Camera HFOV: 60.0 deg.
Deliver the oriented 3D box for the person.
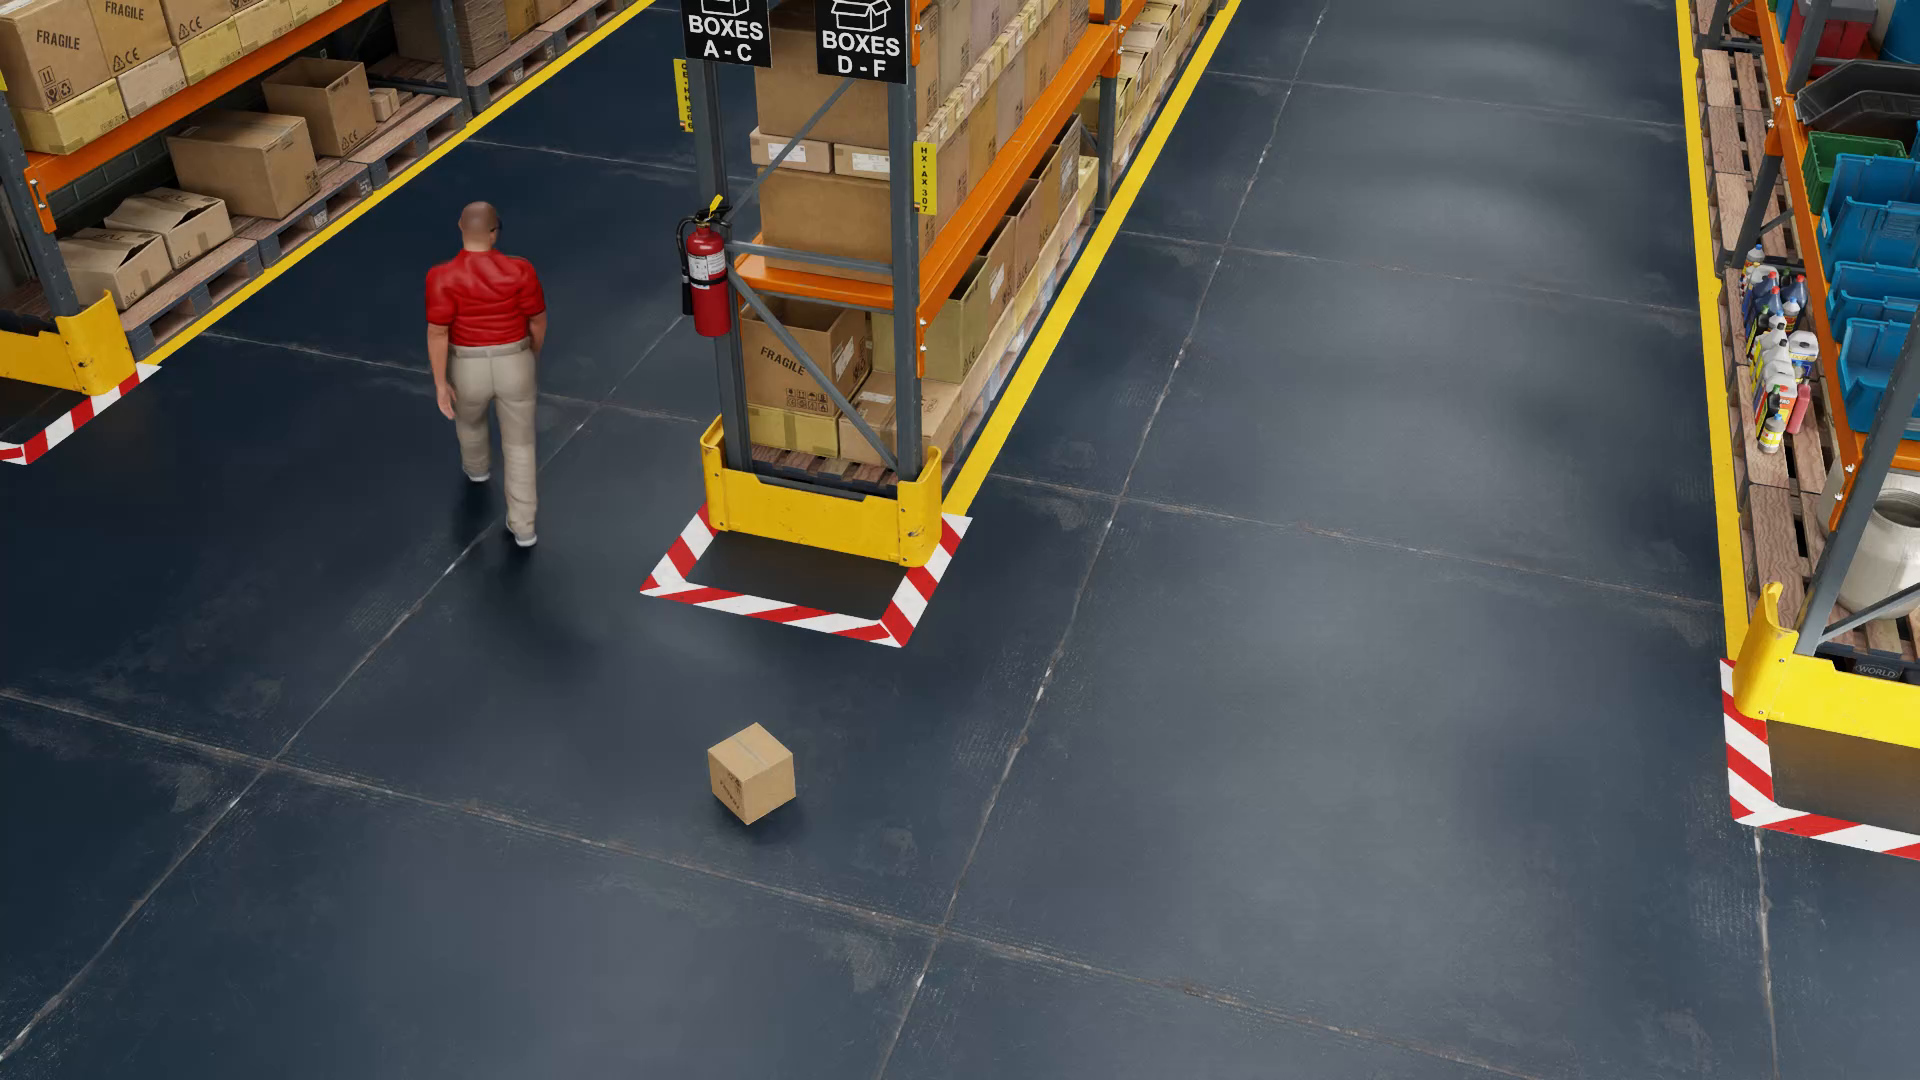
[{"bbox_3d":[-2.267,-0.881,8.076,0.589,1.689,0.901,-8,37,-10],"label":"person"}]
